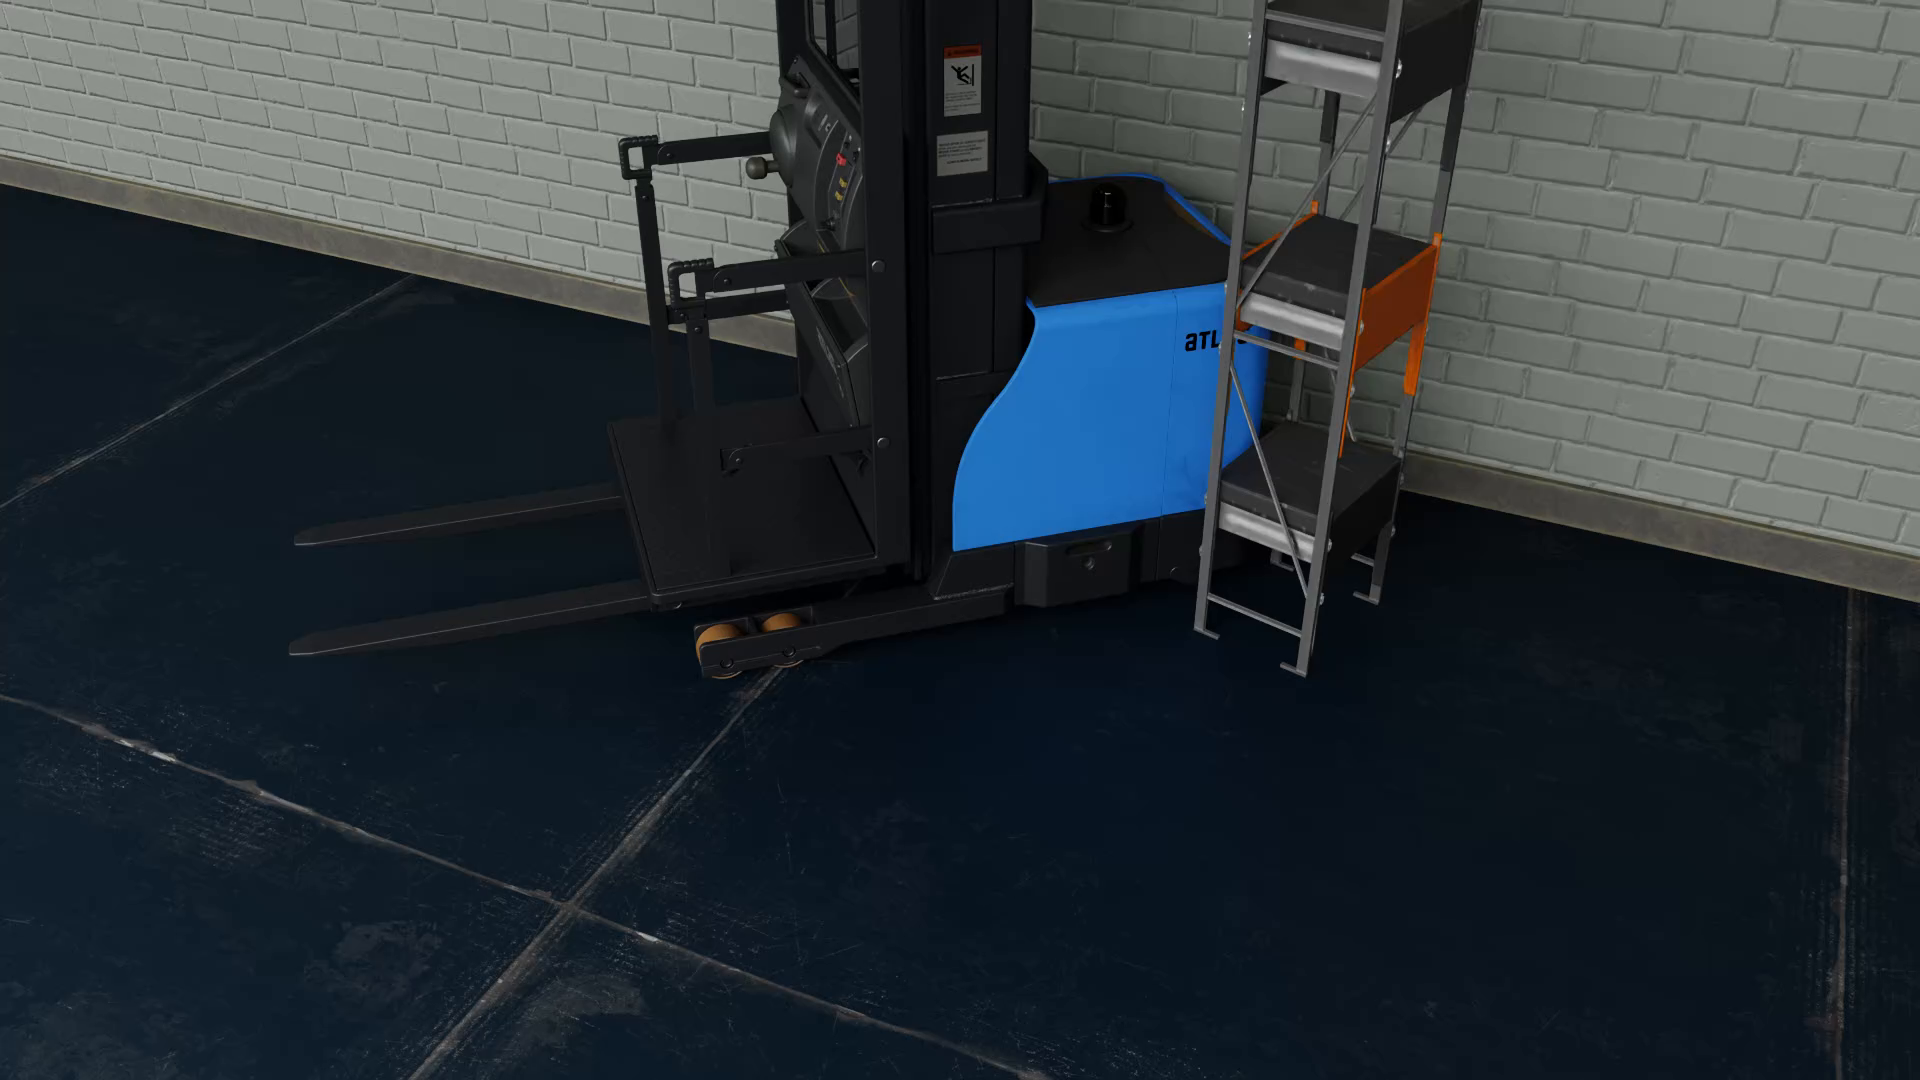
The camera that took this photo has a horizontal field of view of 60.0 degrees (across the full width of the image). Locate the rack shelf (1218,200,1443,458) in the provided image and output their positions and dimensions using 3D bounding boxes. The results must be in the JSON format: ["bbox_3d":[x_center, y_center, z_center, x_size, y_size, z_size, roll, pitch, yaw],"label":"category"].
[{"bbox_3d":[1.060,-0.620,4.805,0.431,0.518,0.480,23,40,31],"label":"rack shelf"}]

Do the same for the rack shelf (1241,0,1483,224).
[{"bbox_3d":[1.060,-1.205,4.421,0.431,0.518,0.480,23,40,31],"label":"rack shelf"}]

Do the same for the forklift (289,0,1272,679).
[{"bbox_3d":[-0.602,-1.124,4.791,3.031,2.935,1.130,-10,34,-14],"label":"forklift"}]

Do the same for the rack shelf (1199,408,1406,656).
[{"bbox_3d":[1.060,-0.034,5.189,0.431,0.518,0.480,23,40,31],"label":"rack shelf"}]

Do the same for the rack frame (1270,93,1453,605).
[{"bbox_3d":[1.211,-0.736,4.958,0.400,2.100,0.015,23,40,31],"label":"rack frame"}]

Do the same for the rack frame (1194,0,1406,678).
[{"bbox_3d":[0.908,-0.526,4.637,0.400,2.100,0.015,23,40,31],"label":"rack frame"}]

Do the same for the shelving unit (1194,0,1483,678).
[{"bbox_3d":[1.060,-0.631,4.798,0.431,2.100,0.503,23,40,31],"label":"shelving unit"}]
